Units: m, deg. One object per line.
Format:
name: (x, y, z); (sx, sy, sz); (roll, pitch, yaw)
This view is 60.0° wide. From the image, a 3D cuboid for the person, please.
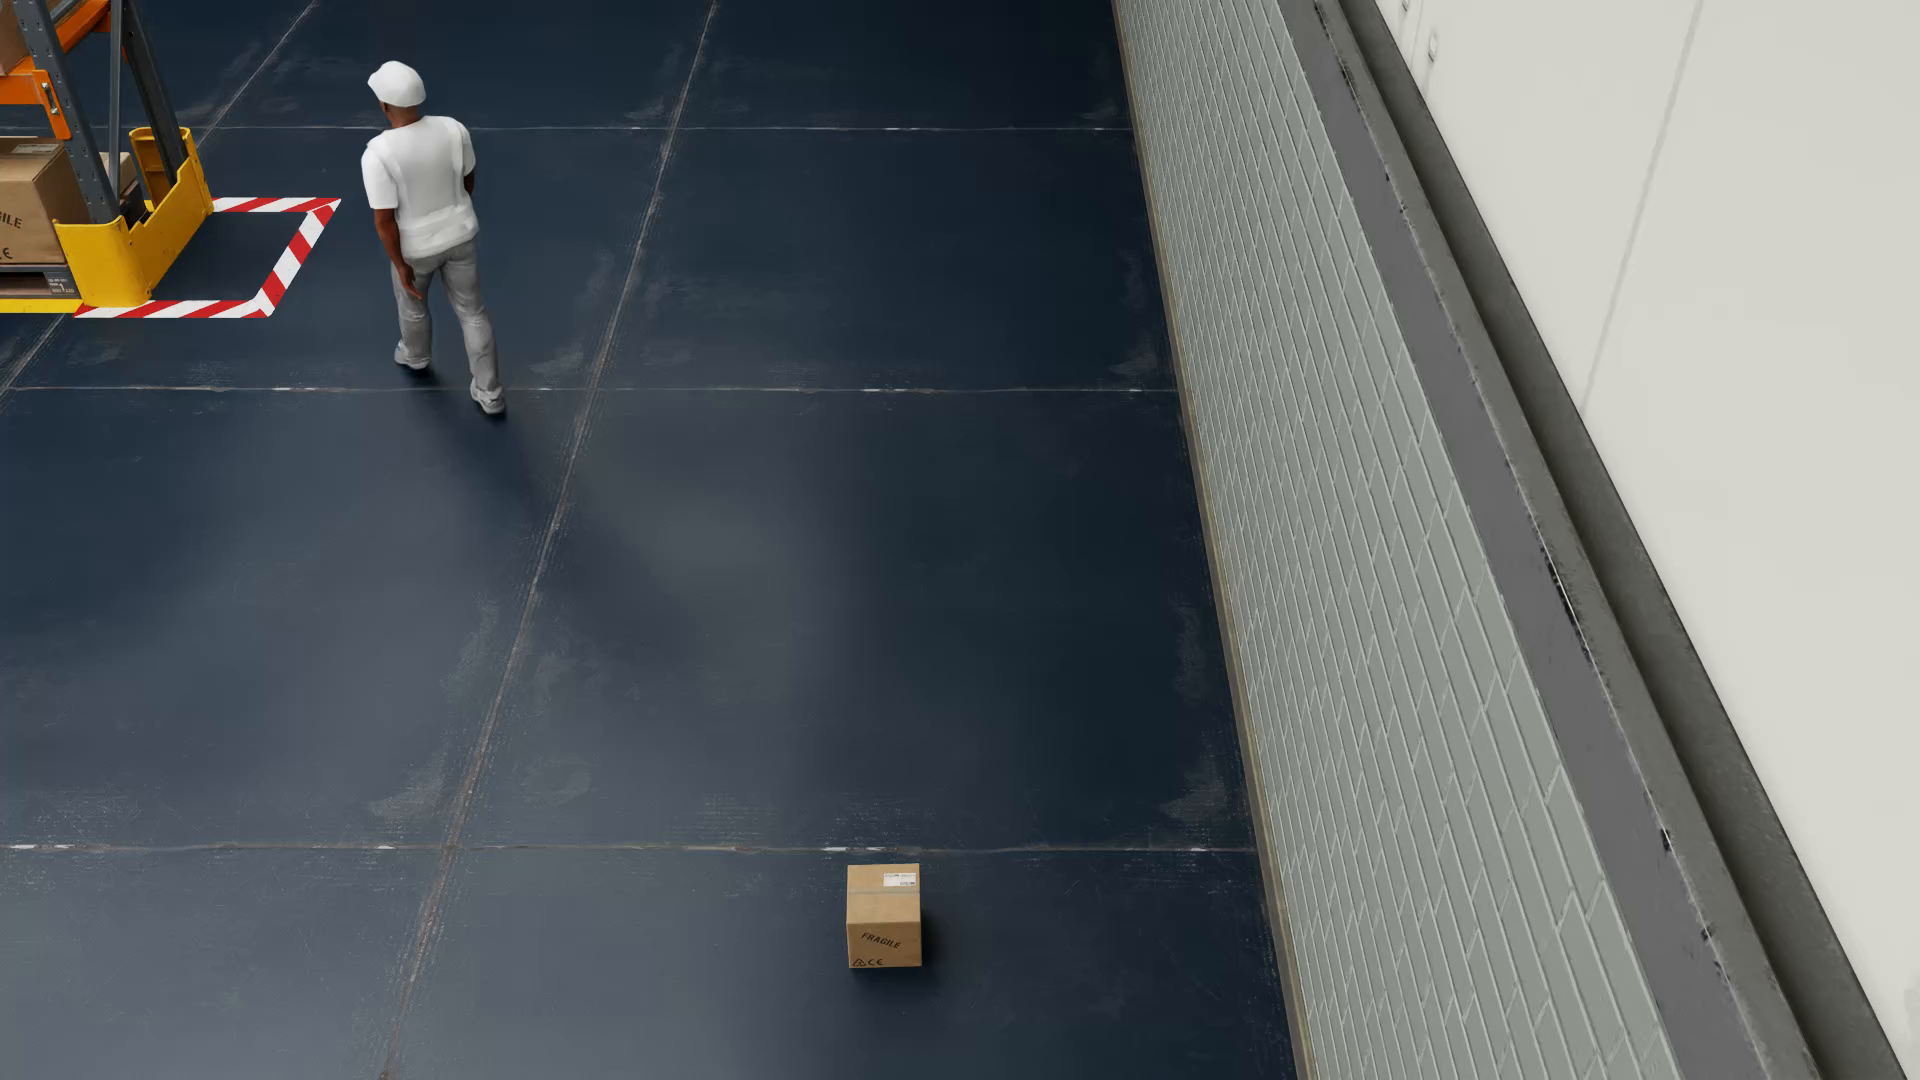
person: (-2.554, -1.486, 7.935); (0.565, 1.745, 0.906); (-25, 45, -27)
